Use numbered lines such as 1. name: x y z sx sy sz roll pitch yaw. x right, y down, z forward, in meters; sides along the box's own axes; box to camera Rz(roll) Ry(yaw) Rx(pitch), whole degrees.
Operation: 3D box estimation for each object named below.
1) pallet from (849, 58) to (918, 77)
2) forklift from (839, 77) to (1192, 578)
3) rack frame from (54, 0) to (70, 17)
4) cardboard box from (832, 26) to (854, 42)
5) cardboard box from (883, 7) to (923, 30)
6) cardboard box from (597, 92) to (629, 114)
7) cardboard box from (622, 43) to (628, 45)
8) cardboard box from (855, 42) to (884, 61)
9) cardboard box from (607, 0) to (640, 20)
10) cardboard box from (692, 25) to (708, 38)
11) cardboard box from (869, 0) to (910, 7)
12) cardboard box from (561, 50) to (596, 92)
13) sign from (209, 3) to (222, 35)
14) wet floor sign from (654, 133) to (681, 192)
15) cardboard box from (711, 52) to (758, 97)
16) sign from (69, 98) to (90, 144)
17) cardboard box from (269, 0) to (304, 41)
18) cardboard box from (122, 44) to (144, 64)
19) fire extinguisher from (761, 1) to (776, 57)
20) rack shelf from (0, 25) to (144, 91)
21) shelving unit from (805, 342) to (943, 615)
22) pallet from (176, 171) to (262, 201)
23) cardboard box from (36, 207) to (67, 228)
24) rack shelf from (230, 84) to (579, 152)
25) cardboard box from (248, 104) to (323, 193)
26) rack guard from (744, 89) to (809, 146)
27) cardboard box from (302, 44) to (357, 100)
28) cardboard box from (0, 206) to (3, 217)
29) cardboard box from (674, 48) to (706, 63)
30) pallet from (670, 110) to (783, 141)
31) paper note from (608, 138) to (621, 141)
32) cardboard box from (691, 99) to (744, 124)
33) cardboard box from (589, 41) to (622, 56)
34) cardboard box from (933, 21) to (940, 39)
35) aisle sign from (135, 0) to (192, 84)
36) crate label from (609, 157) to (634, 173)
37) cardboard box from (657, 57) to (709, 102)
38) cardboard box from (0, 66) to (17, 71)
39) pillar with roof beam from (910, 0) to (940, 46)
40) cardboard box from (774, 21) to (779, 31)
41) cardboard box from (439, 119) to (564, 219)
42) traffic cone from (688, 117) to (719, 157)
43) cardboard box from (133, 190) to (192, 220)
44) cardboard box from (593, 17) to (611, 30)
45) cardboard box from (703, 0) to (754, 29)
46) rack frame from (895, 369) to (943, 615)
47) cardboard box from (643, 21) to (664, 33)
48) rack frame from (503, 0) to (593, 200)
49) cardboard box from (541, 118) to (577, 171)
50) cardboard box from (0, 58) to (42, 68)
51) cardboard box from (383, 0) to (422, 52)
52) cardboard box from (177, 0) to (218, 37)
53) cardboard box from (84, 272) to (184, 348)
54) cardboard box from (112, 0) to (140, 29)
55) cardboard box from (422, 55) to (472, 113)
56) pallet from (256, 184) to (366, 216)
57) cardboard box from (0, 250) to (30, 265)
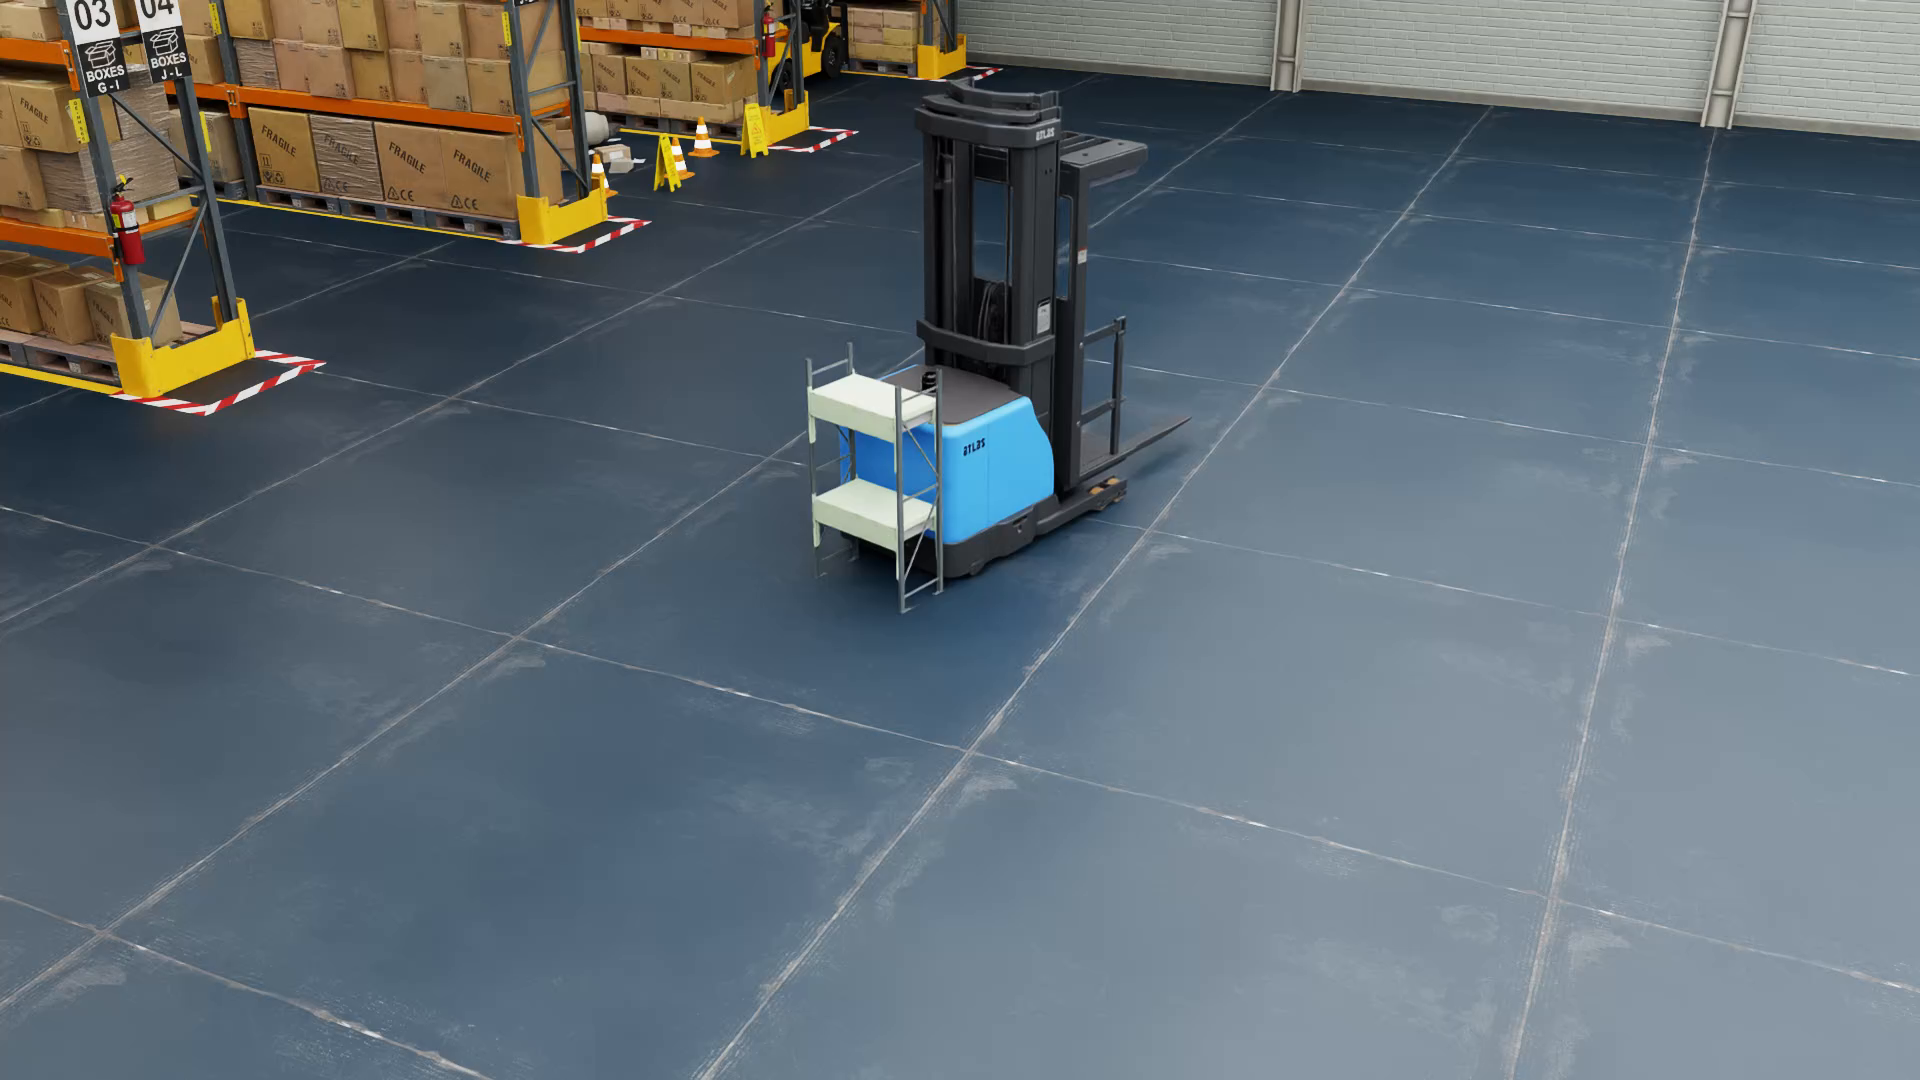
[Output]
1. pallet: -1.018 -7.600 26.447 1.213 0.211 1.003 11 28 22
2. forklift: 0.534 -1.649 11.280 1.130 2.935 3.031 21 33 36
3. rack frame: -6.458 -5.438 12.108 0.127 3.000 1.000 11 28 22
4. cardboard box: -1.808 -8.052 26.281 0.500 0.250 0.500 11 28 21
5. cardboard box: -0.853 -8.090 25.792 0.500 0.250 0.500 12 29 24
6. cardboard box: -4.597 -6.012 22.703 0.500 0.250 0.500 11 28 21
7. cardboard box: -4.884 -6.662 23.173 0.500 0.500 0.500 12 29 23
8. cardboard box: -1.312 -7.736 26.205 0.500 0.250 0.500 11 28 22
9. cardboard box: -4.326 -7.185 21.997 0.500 0.500 0.500 12 29 22
10. cardboard box: -3.286 -6.658 21.662 0.250 0.149 0.380 11 28 21
11. cardboard box: -1.120 -8.385 26.391 0.500 0.250 0.500 11 28 22
12. cardboard box: -5.080 -6.445 22.732 0.500 0.500 0.500 13 29 24
13. sign: -8.170 -5.718 18.247 0.005 0.325 0.100 11 28 22
14. wet floor sign: -3.467 -4.457 19.573 0.232 0.644 0.267 6 27 13
15. cardboard box: -2.998 -6.286 22.409 0.500 0.500 0.500 10 28 20
16. sign: -6.706 -3.189 12.662 0.005 0.325 0.100 11 28 22
17. cardboard box: -7.084 -5.871 18.386 0.550 0.550 0.875 11 28 22
18. cardboard box: -9.460 -5.672 19.261 0.500 0.500 0.500 12 29 22
19. fire extinguisher: -2.443 -6.491 21.125 0.183 0.674 0.296 11 28 22
20. rack shelf: -8.279 -4.135 13.672 4.000 0.370 1.077 11 28 22
21. shelving unit: -0.524 -0.385 10.333 0.755 1.500 0.431 20 33 35
22. pallet: -8.688 -4.314 19.773 1.213 0.211 1.003 11 28 22
23. cardboard box: -7.279 -2.674 13.570 0.250 0.149 0.380 11 28 22
24. rack shelf: -6.134 -4.766 18.348 4.000 0.370 1.077 11 28 22
25. cardboard box: -7.411 -4.546 19.018 0.875 0.875 0.875 12 29 23
26. rack guard: -2.425 -5.624 22.107 0.348 0.500 1.175 11 28 22
27. cardboard box: -6.661 -5.221 18.289 0.550 0.550 0.875 11 28 22
28. cardboard box: -7.948 -2.825 13.877 0.250 0.149 0.380 11 28 22
29. cardboard box: -3.555 -6.396 21.898 0.250 0.149 0.380 12 29 23
30. pallet: -3.150 -5.657 22.501 1.213 0.211 1.003 11 28 22
31. paper note: -4.565 -5.293 21.965 0.148 0.019 0.142 2 26 4
32. cardboard box: -3.225 -5.730 22.131 0.500 0.250 0.500 11 28 22
33. cardboard box: -4.768 -6.640 22.396 0.250 0.149 0.380 13 29 25
34. cardboard box: -0.647 -8.077 26.330 0.500 0.250 0.500 12 29 23
35. aisle sign: -6.278 -4.022 13.081 0.004 0.787 0.394 11 28 22
36. crate label: -4.173 -4.617 20.474 0.298 0.136 0.250 -2 26 -5
37. cardboard box: -3.670 -6.158 22.151 0.500 0.500 0.500 12 29 24
38. cardboard box: -7.973 -3.556 13.496 0.500 0.500 0.500 11 28 22
39. pillar with roof beam: -2.348 -10.178 21.735 0.400 9.000 9.100 11 28 22
40. cardboard box: -2.580 -6.764 21.877 0.250 0.149 0.380 11 28 22
41. cardboard box: -4.958 -4.055 18.021 0.875 0.875 0.875 12 28 22
42. traffic cone: -3.282 -5.153 21.193 0.334 0.463 0.336 11 28 22
43. cardboard box: -6.619 -2.782 13.789 0.250 0.149 0.380 11 28 22
44. cardboard box: -4.683 -6.926 22.206 0.250 0.149 0.380 12 28 22
45. cardboard box: -2.964 -6.898 21.415 0.500 0.500 0.500 11 28 21
46. rack frame: -0.243 -0.281 10.123 0.023 1.500 0.400 20 33 35
47. cardboard box: -3.978 -6.807 21.964 0.250 0.149 0.380 11 28 21
48. rack frame: -4.313 -4.723 17.446 0.127 3.000 1.000 11 28 22
49. cardboard box: -5.003 -4.915 20.663 0.637 0.503 0.797 -7 27 -14
50. cardboard box: -7.754 -3.769 13.927 0.500 0.500 0.500 11 28 22
51. cardboard box: -5.627 -5.578 17.792 0.550 0.550 0.875 11 28 22
52. cardboard box: -8.409 -6.036 18.869 0.500 0.500 0.700 11 28 21
53. cardboard box: -7.020 -1.935 14.138 0.500 0.500 0.500 17 31 31
54. cardboard box: -6.790 -4.217 13.194 0.500 0.250 0.500 12 29 23
55. cardboard box: -5.179 -4.931 17.701 0.550 0.550 0.875 11 28 22
56. pallet: -7.295 -4.033 19.202 1.213 0.211 1.003 11 28 22
57. cardboard box: -8.630 -2.272 14.824 0.500 0.500 0.500 9 28 17
